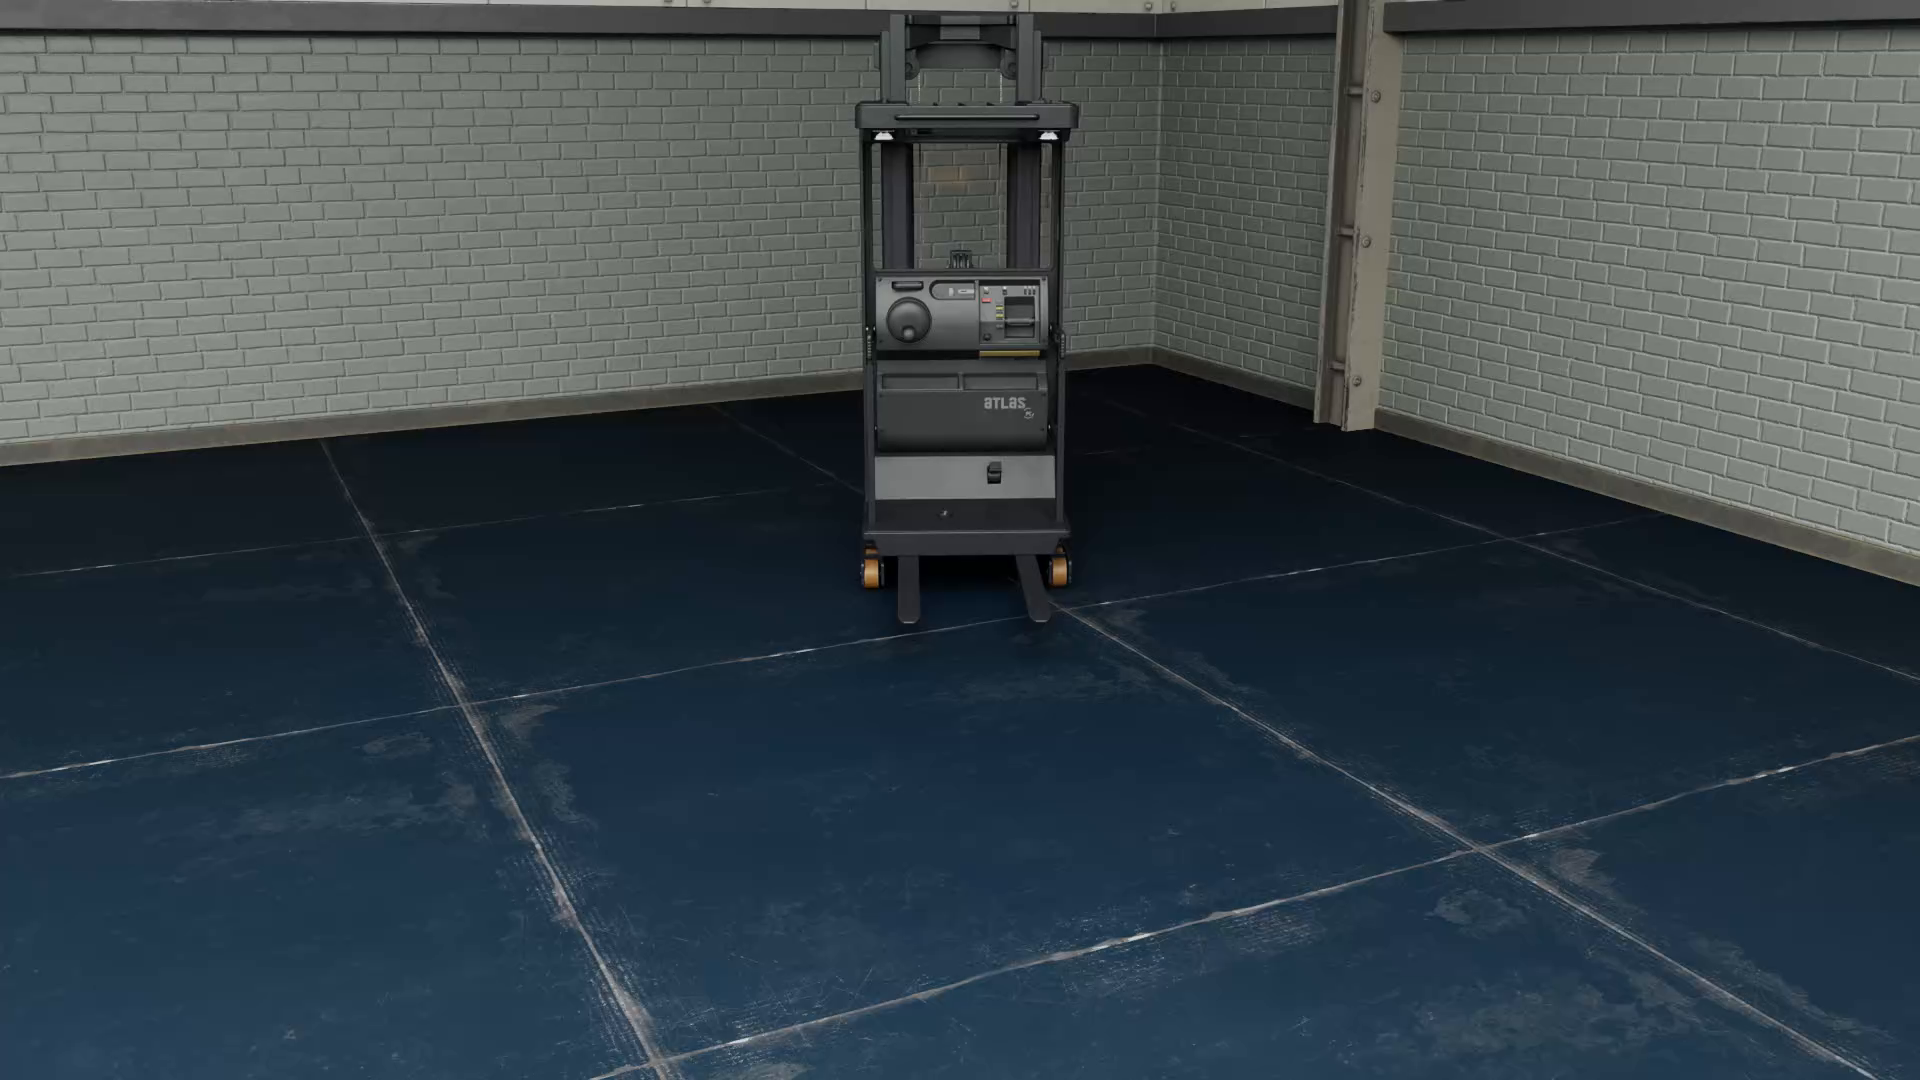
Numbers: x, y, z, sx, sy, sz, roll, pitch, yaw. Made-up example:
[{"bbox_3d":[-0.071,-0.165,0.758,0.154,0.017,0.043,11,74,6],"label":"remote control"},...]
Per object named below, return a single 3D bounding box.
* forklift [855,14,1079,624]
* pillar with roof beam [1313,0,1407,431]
[{"bbox_3d":[0.021,-1.236,8.743,1.130,2.935,3.031,-1,16,-2],"label":"forklift"},{"bbox_3d":[-0.894,-4.697,9.806,9.100,9.000,0.400,-8,18,-25],"label":"pillar with roof beam"}]
